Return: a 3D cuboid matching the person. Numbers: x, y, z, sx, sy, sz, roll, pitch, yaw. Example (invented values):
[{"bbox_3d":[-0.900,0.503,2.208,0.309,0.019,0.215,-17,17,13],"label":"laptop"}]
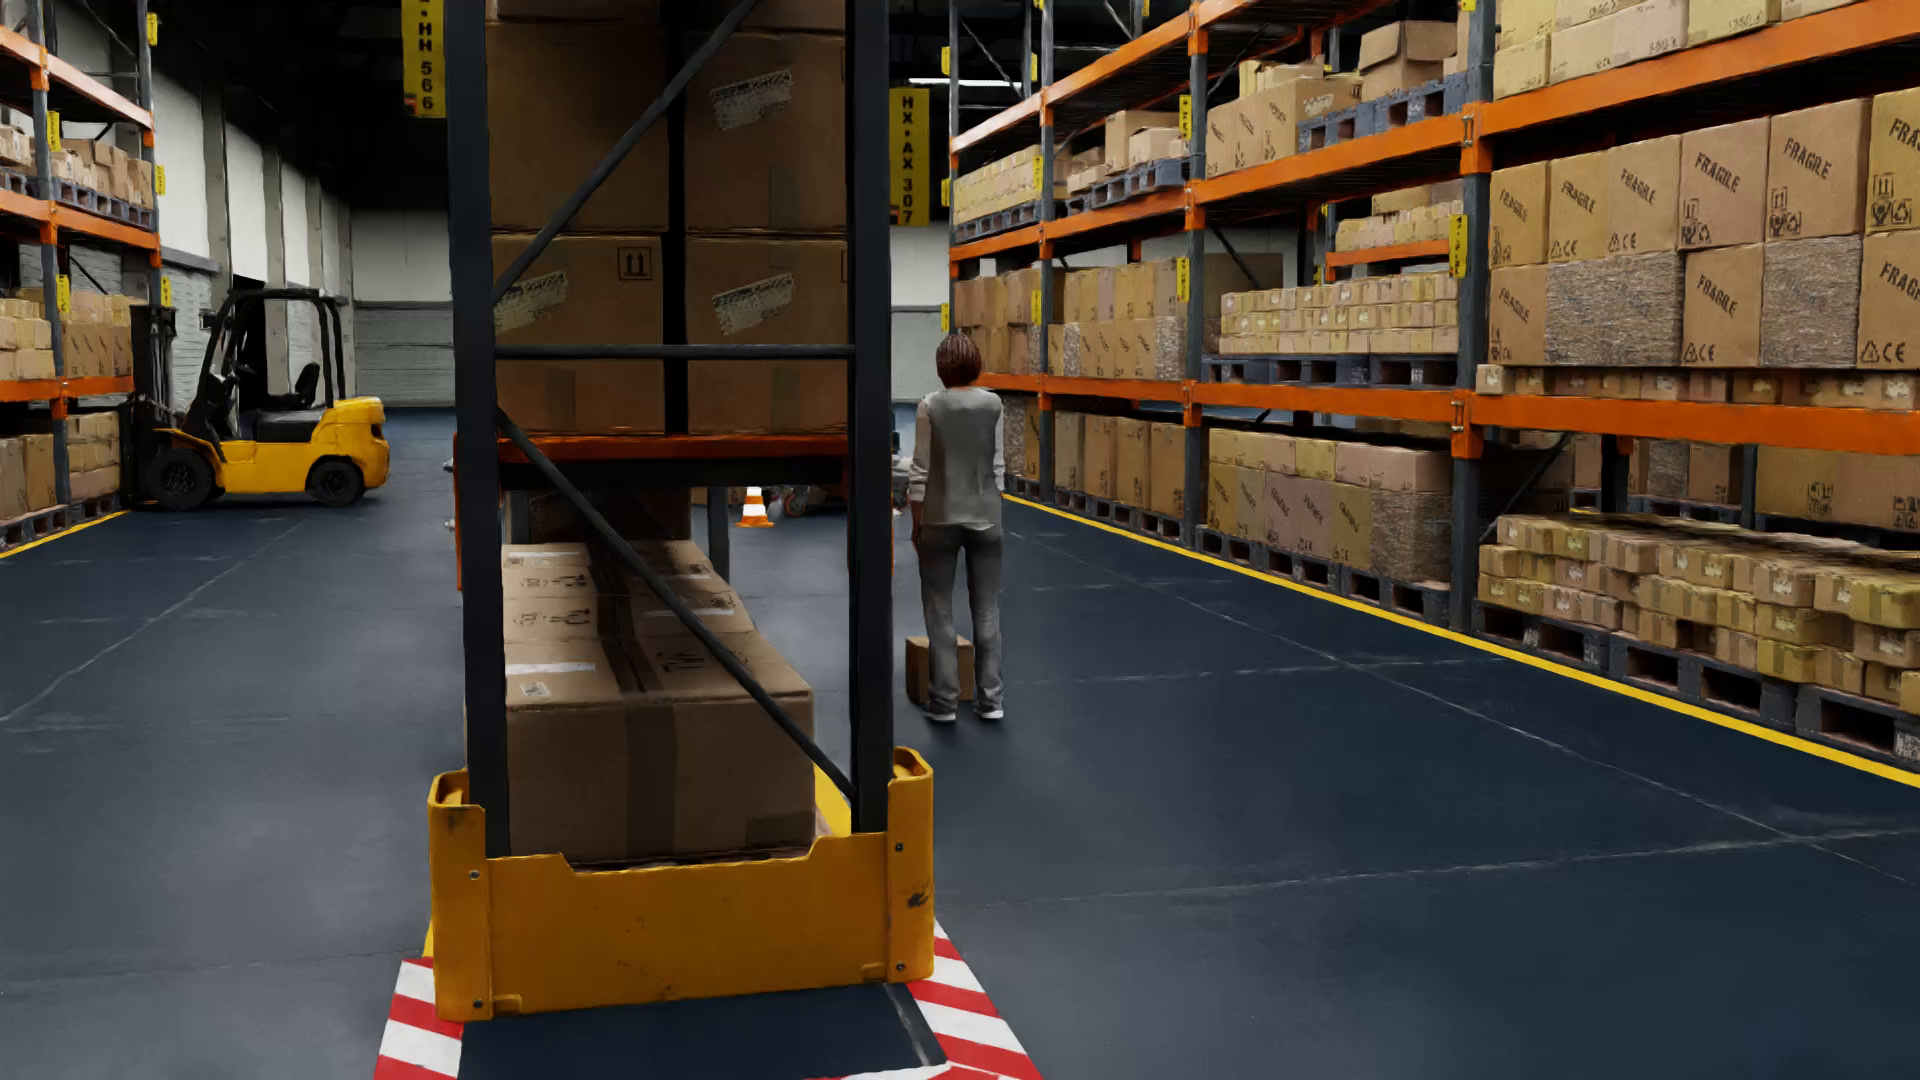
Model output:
[{"bbox_3d":[-0.012,-0.048,6.840,0.405,1.594,0.299,-1,6,-13],"label":"person"}]
